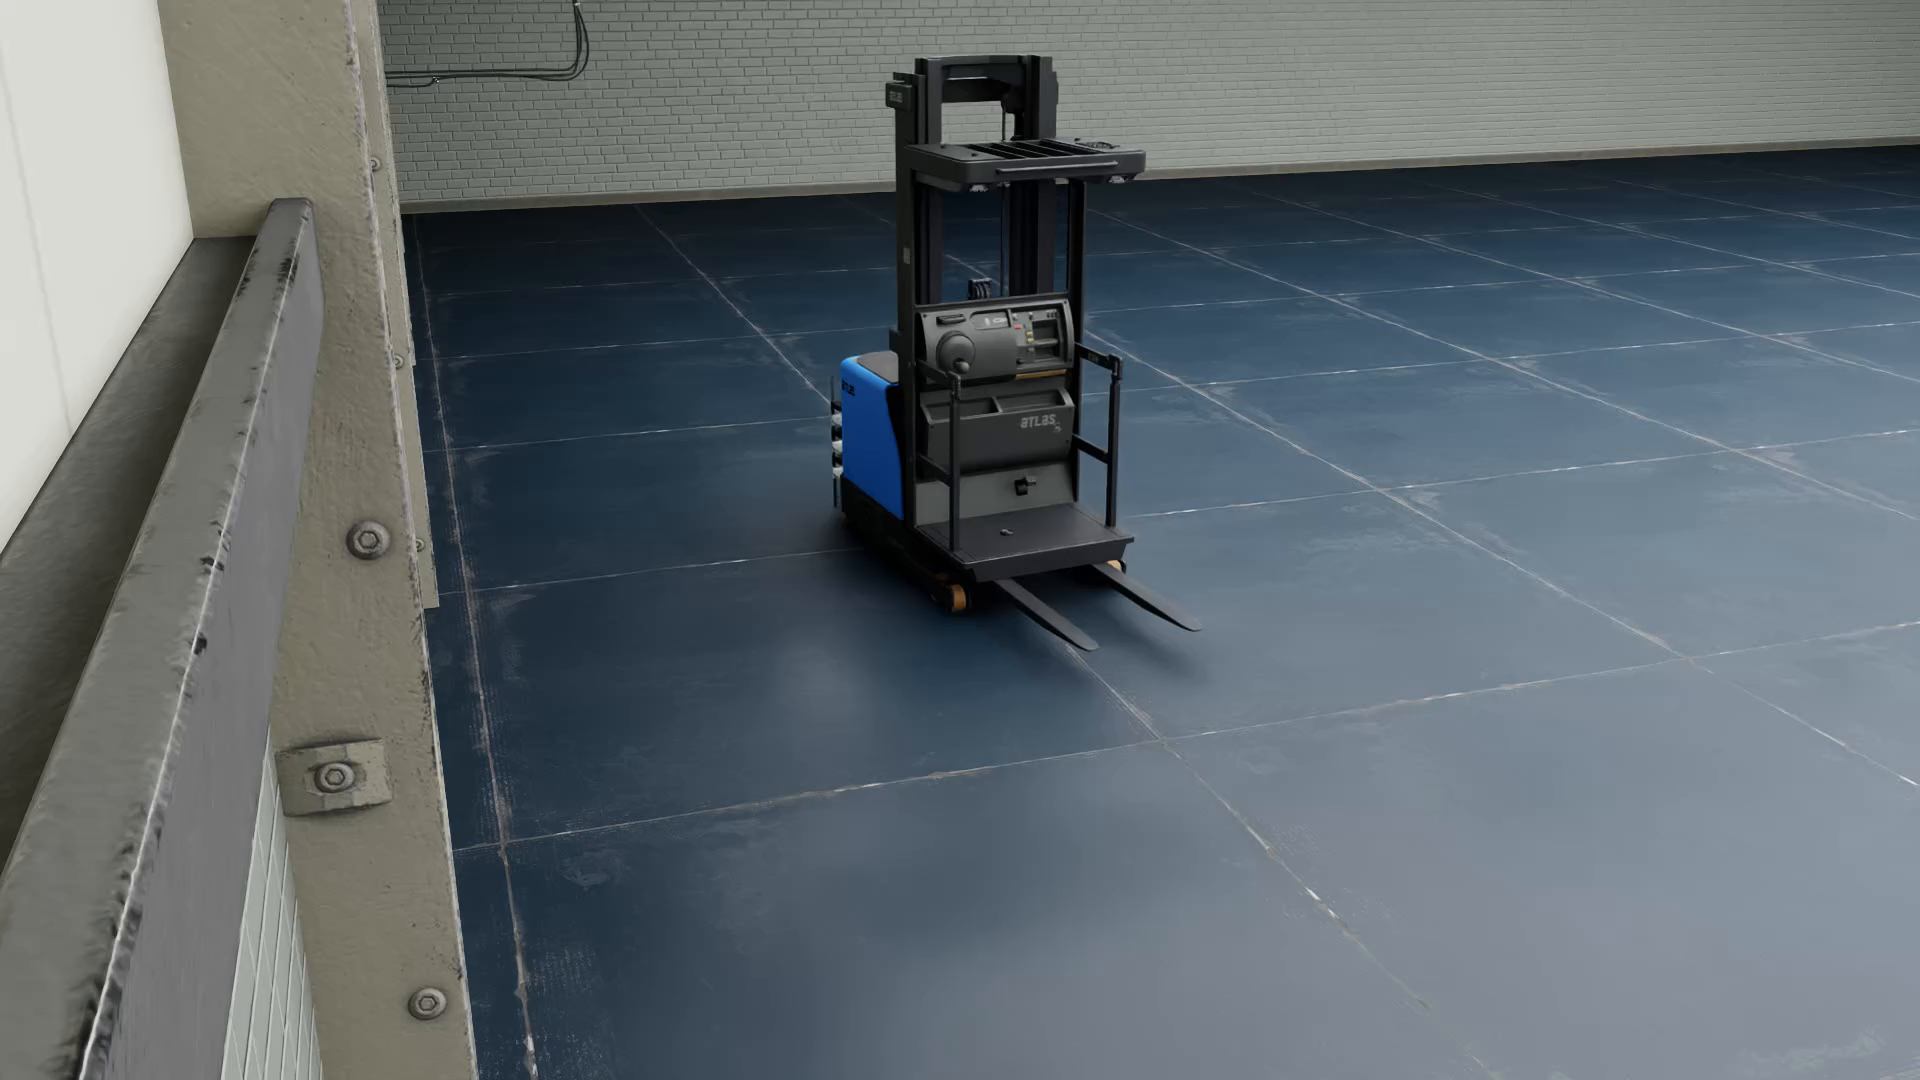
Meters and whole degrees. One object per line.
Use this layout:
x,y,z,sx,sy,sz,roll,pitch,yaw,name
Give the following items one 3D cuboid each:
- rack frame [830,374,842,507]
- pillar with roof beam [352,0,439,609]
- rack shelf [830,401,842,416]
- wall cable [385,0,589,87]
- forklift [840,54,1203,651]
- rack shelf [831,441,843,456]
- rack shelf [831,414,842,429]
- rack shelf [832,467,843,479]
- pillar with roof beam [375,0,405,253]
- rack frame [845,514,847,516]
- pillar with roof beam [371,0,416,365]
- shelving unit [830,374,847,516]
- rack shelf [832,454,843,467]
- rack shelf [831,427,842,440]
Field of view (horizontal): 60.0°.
-0.726,-0.661,10.925,0.240,0.900,0.006,-9,22,-23,rack frame
0.944,-4.363,9.251,9.100,9.000,0.400,-6,21,-17,pillar with roof beam
-0.683,-0.852,10.758,0.258,0.077,0.200,-9,22,-23,rack shelf
-6.585,-7.381,22.247,3.097,2.526,0.112,-6,21,-17,wall cable
0.307,-1.134,9.239,1.130,2.935,3.031,-9,22,-23,forklift
-0.683,-0.598,10.849,0.258,0.077,0.200,-9,22,-23,rack shelf
-0.683,-0.768,10.788,0.258,0.077,0.200,-9,22,-23,rack shelf
-0.683,-0.429,10.910,0.258,0.077,0.200,-9,22,-23,rack shelf
-2.828,-8.214,19.972,9.100,9.000,0.400,-6,21,-17,pillar with roof beam
-0.641,-0.598,10.751,0.240,0.900,0.006,-9,22,-23,rack frame
-0.942,-6.288,14.612,9.100,9.000,0.400,-6,21,-17,pillar with roof beam
-0.683,-0.630,10.838,0.258,0.900,0.210,-9,22,-23,shelving unit
-0.683,-0.513,10.880,0.258,0.077,0.200,-9,22,-23,rack shelf
-0.683,-0.683,10.819,0.258,0.077,0.200,-9,22,-23,rack shelf
